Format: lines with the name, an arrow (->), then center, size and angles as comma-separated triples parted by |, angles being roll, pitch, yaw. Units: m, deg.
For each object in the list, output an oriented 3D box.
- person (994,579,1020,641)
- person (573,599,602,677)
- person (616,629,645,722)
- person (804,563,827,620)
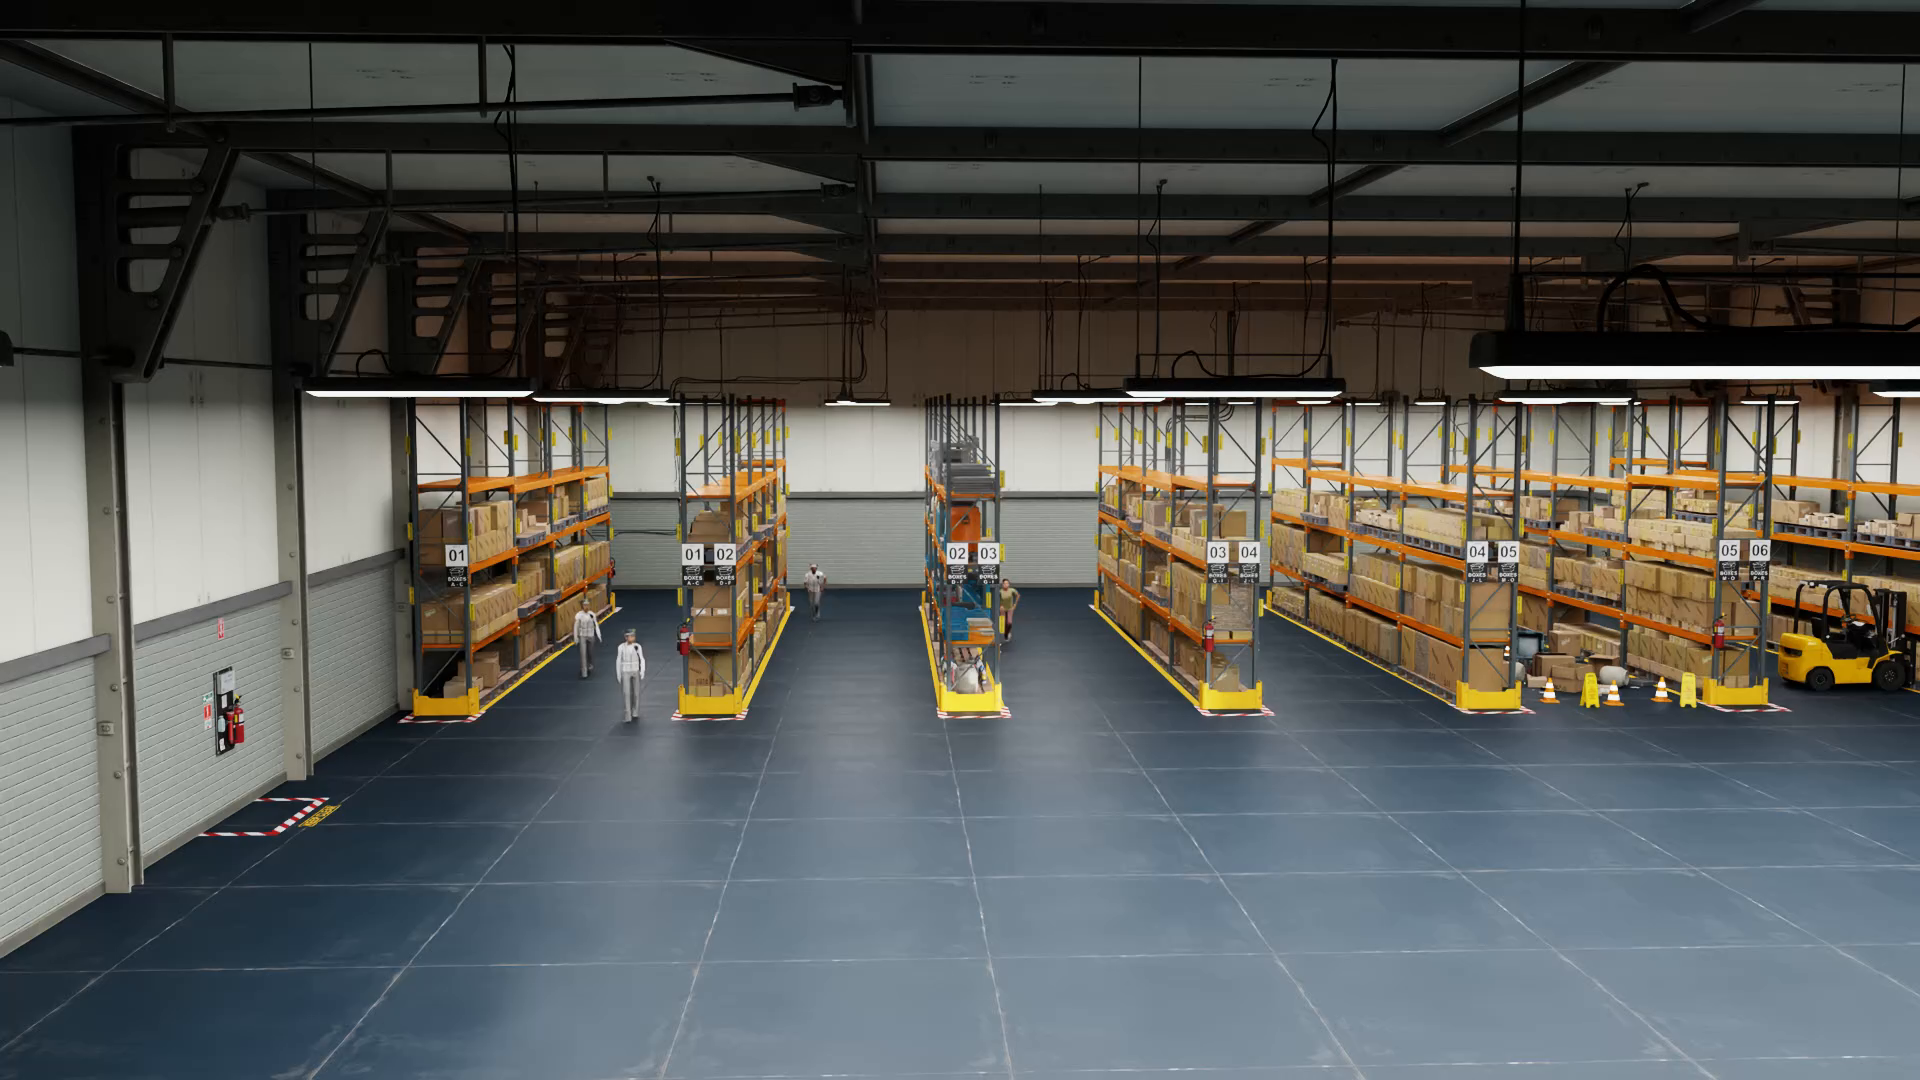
person -> 1.156, 1.716, 40.766 | 0.610, 1.582, 0.687 | 0, 5, 6
person -> -8.003, 2.062, 35.686 | 0.572, 1.637, 1.004 | -1, 5, -18
person -> -6.046, 2.492, 30.692 | 0.515, 1.673, 0.729 | -2, 5, -22
person -> -3.900, 1.389, 44.816 | 0.578, 1.598, 0.738 | 1, 5, 7
